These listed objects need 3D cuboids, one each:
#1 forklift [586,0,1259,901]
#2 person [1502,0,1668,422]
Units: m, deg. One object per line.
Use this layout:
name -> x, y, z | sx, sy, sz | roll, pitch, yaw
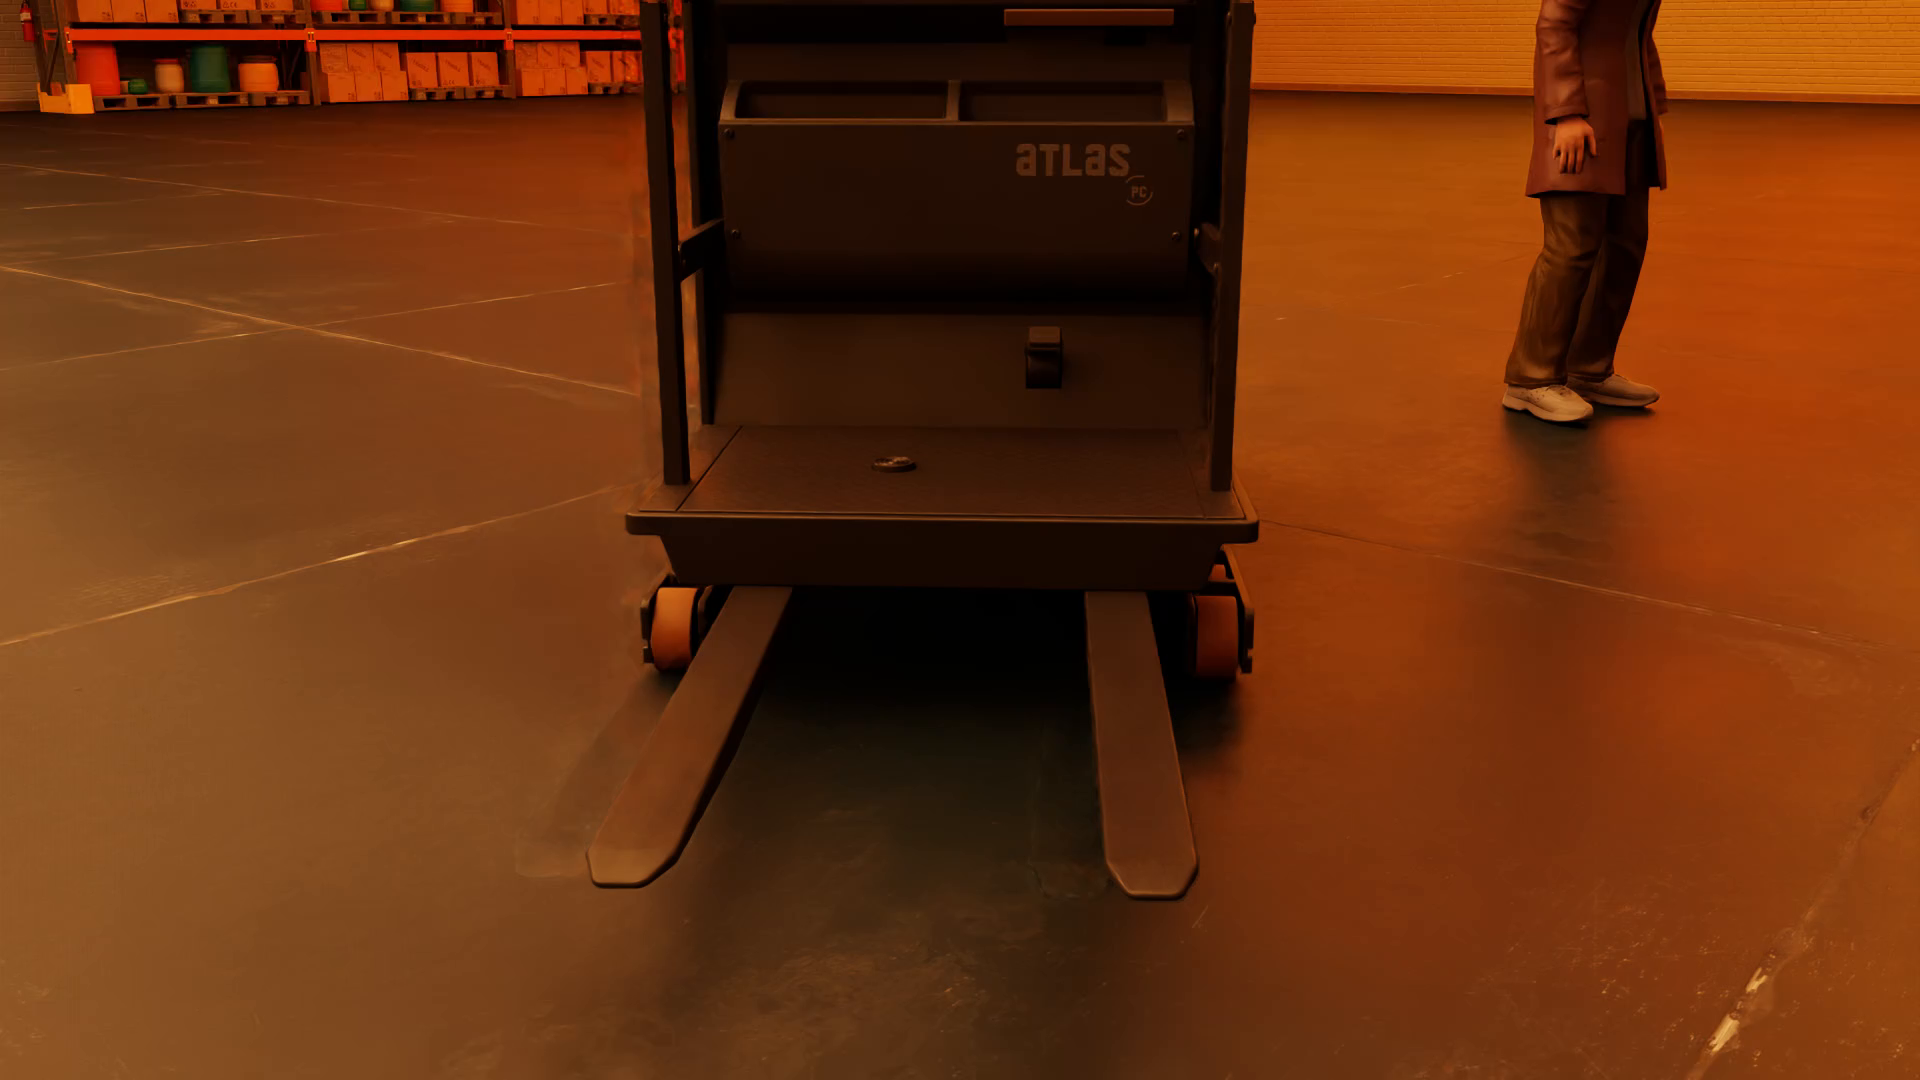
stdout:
forklift -> -0.014, -1.234, 2.962 | 1.130, 2.935, 3.031 | 1, 17, 3
person -> 1.986, -1.283, 5.116 | 0.652, 1.773, 0.427 | -14, 22, -39
